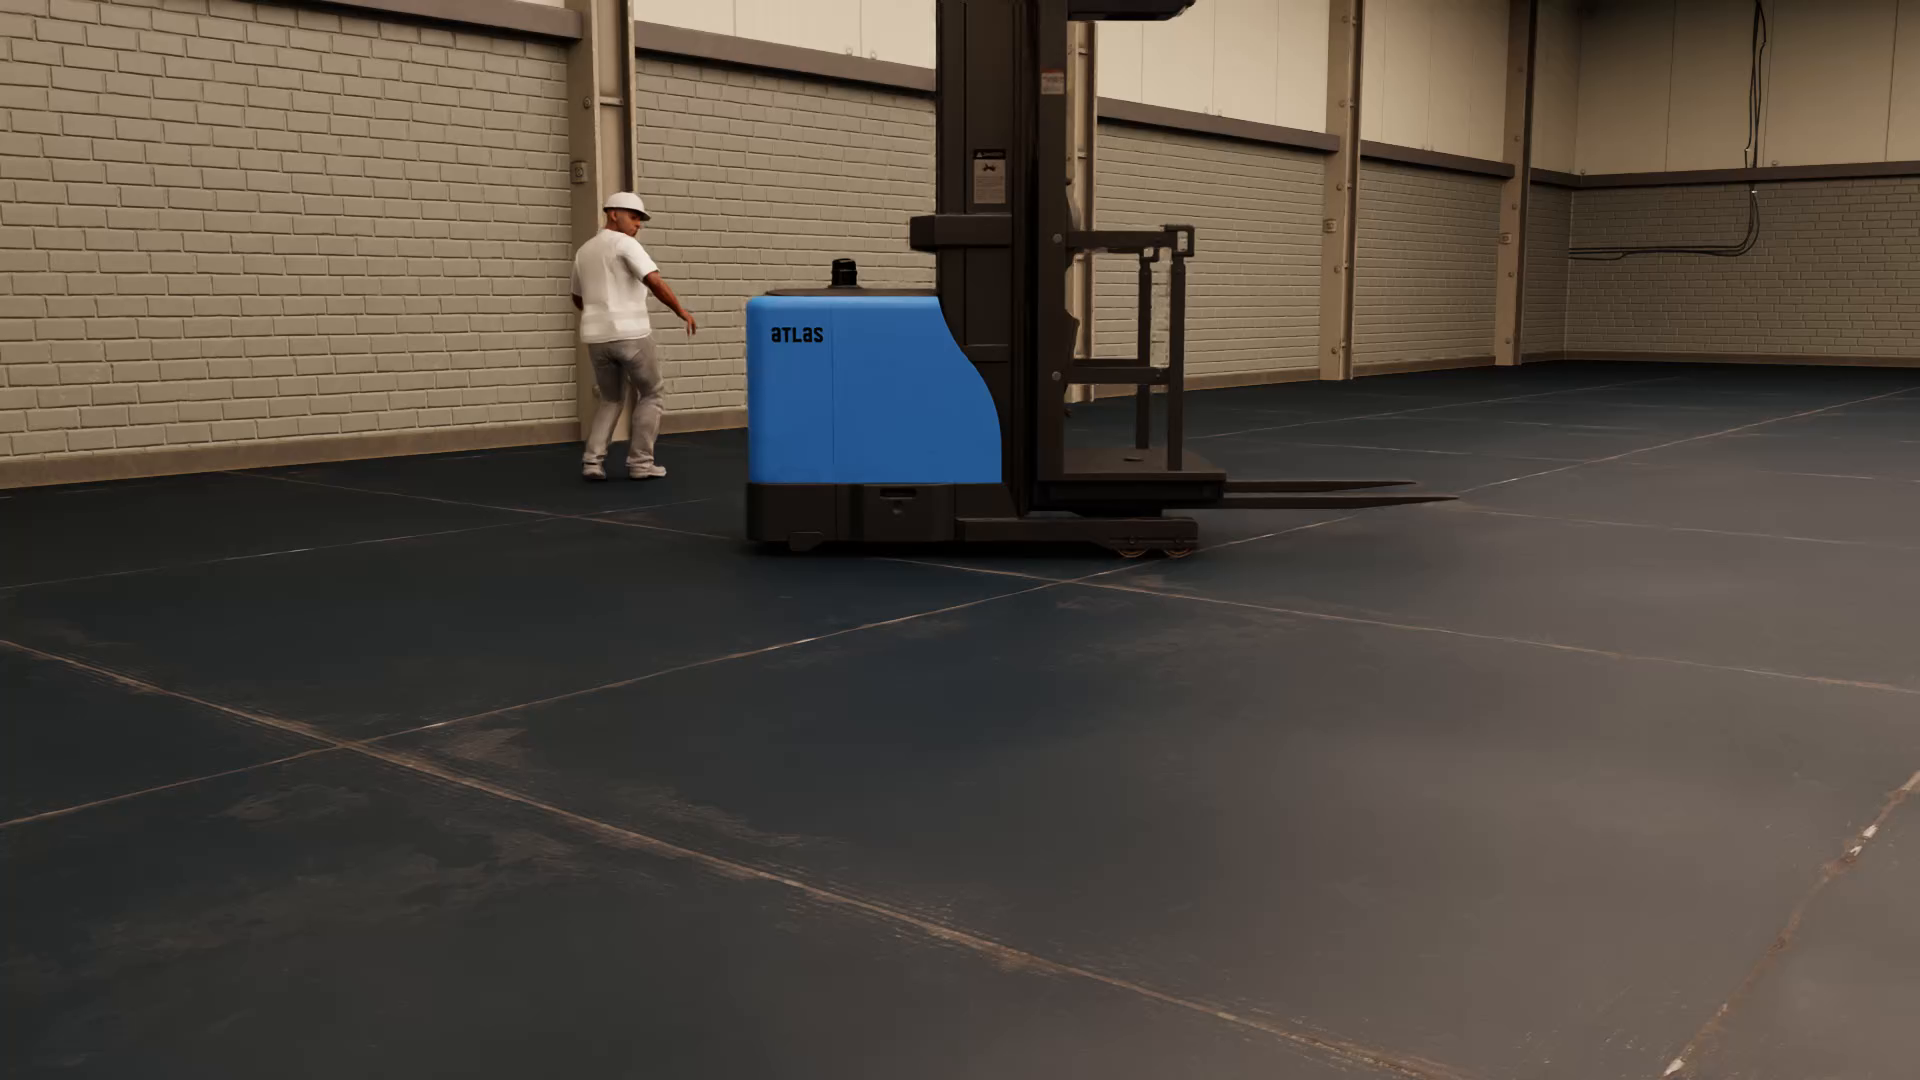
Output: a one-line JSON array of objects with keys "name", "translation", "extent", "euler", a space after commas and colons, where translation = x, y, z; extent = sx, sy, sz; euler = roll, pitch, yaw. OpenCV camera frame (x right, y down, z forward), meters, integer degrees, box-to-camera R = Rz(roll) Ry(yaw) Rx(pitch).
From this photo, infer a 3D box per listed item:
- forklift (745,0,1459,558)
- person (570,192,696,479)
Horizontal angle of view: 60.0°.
[{"name": "forklift", "translation": [0.611, -1.453, 7.213], "extent": [3.031, 2.935, 1.130], "euler": [0, 8, -1]}, {"name": "person", "translation": [-1.935, -1.183, 9.797], "extent": [0.832, 1.680, 0.707], "euler": [4, 9, 27]}]
